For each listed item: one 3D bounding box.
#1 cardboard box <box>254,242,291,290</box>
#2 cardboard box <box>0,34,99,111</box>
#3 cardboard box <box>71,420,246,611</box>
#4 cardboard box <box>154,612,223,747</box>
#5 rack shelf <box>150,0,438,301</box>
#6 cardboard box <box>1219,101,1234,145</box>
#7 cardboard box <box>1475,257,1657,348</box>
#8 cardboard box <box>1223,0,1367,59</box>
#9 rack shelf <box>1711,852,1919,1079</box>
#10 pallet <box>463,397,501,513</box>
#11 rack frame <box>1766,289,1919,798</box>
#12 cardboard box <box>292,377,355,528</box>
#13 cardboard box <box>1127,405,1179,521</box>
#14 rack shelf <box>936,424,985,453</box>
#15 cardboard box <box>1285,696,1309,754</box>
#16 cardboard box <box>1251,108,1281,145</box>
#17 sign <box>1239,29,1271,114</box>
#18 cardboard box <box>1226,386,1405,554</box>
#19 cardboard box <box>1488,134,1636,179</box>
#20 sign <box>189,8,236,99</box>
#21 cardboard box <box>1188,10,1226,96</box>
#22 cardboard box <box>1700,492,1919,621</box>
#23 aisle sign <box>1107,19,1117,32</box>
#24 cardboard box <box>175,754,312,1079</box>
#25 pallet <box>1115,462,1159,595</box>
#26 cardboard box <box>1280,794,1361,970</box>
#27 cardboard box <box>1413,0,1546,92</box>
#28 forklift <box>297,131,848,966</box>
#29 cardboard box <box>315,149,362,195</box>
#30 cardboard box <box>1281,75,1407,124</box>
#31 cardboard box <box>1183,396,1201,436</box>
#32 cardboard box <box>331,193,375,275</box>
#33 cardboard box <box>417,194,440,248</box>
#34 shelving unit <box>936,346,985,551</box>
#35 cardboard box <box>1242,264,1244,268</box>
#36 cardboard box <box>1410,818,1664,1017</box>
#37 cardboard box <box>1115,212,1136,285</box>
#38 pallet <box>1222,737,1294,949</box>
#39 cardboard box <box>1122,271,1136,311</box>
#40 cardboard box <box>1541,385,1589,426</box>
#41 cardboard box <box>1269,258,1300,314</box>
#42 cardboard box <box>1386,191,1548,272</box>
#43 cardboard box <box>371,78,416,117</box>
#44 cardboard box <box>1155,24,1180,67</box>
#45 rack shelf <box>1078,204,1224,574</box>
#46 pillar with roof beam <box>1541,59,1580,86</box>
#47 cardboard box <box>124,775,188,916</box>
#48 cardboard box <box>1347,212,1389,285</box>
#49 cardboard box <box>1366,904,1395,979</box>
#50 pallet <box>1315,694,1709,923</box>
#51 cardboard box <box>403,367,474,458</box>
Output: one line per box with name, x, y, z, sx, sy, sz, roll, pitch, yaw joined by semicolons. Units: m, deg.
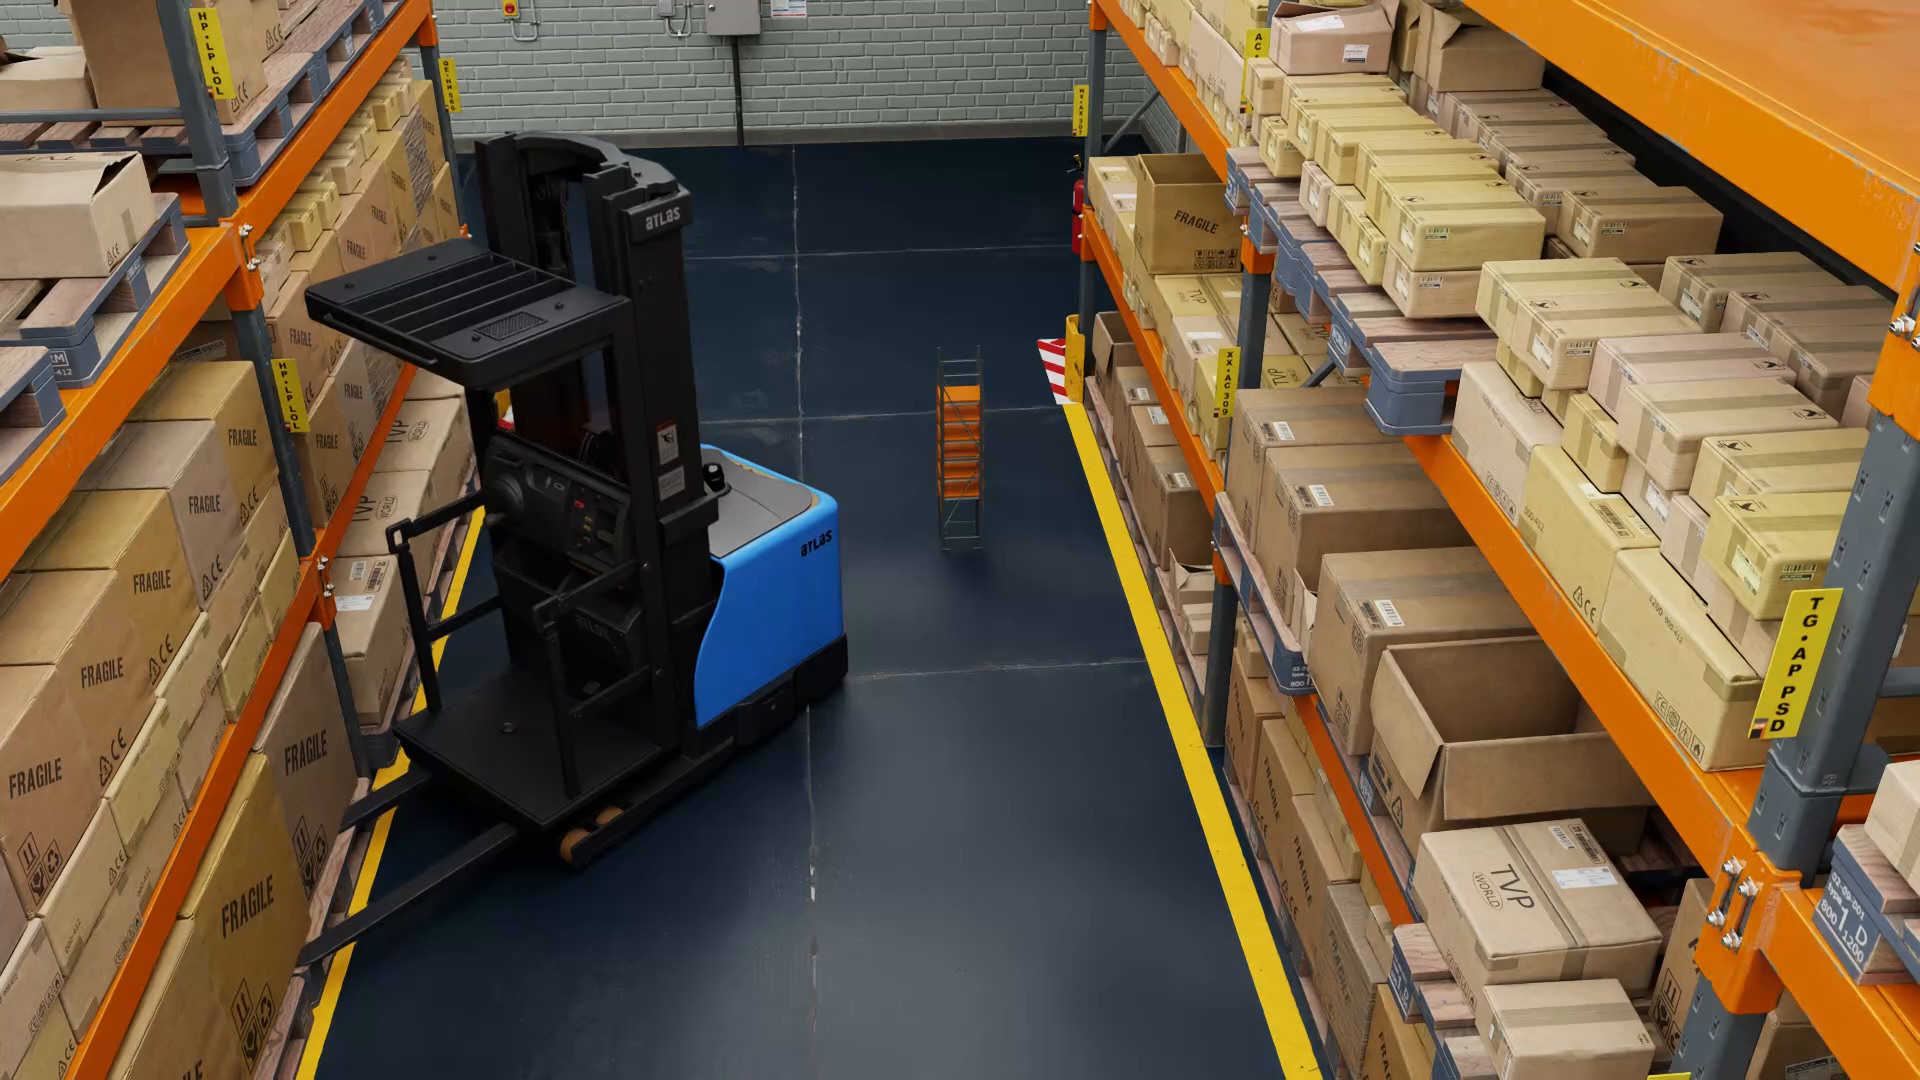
cardboard box;-3.070;-1.144;7.036;0.380;0.149;0.250;-2;31;-4
cardboard box;-3.638;-1.854;6.628;0.396;0.266;0.258;-2;31;-3
cardboard box;-2.912;-0.082;5.890;0.500;0.500;0.500;-2;31;-4
cardboard box;-2.868;0.492;5.660;0.500;0.250;0.500;-2;31;-3
rack shelf;-3.446;-2.090;8.101;1.077;0.370;4.000;-3;31;-5
cardboard box;1.335;-1.804;7.166;0.380;0.149;0.250;-3;31;-5
cardboard box;1.608;-0.634;4.428;0.380;0.149;0.250;-3;31;-4
cardboard box;1.396;-2.142;6.854;0.500;0.250;0.500;-3;31;-4
rack shelf;2.243;1.755;1.664;1.077;0.370;4.000;-3;31;-5
pallet;-3.480;-0.531;10.433;1.003;0.211;1.213;-3;31;-5
rack frame;2.056;-0.863;2.420;1.000;3.000;0.127;-3;31;-5
cardboard box;-3.042;-0.385;7.372;0.500;0.500;0.500;-2;31;-3
cardboard box;1.262;-0.449;9.605;0.500;0.500;0.500;-2;31;-4
rack shelf;0.001;-0.573;9.391;0.258;0.103;0.180;-3;31;-5
cardboard box;1.589;0.749;6.967;0.380;0.149;0.250;-4;31;-7
cardboard box;1.314;-1.561;6.252;0.380;0.149;0.250;-2;31;-4
sign;1.143;-1.810;6.425;0.100;0.325;0.005;-3;31;-5
cardboard box;1.505;-0.295;6.812;0.700;0.500;0.500;-2;31;-3
cardboard box;1.919;-1.187;5.335;0.380;0.149;0.250;-4;31;-6
sign;-2.720;-1.766;6.045;0.100;0.325;0.005;-3;31;-5
cardboard box;1.329;-2.180;7.406;0.500;0.250;0.500;-4;31;-6
cardboard box;1.729;0.029;3.319;0.380;0.149;0.250;-2;31;-3
aisle sign;1.010;-3.509;10.164;0.394;0.787;0.004;-3;31;-5
cardboard box;-3.030;1.415;6.118;0.875;0.875;0.875;-2;31;-3
pallet;1.502;-0.108;9.725;1.003;0.211;1.213;-3;31;-5
cardboard box;1.605;1.347;6.598;0.500;0.500;0.500;-4;31;-6
cardboard box;1.837;-1.752;5.877;0.396;0.266;0.258;-3;31;-5
forklift;-1.888;-0.108;7.072;1.130;2.935;3.031;23;38;33
cardboard box;-3.154;-1.793;8.121;0.380;0.149;0.250;-3;31;-4
cardboard box;1.369;-1.554;5.950;0.380;0.149;0.250;-2;31;-4
cardboard box;1.307;-0.636;8.135;0.380;0.149;0.250;-2;31;-3
cardboard box;-3.140;-1.337;7.991;0.500;0.500;0.500;-2;31;-4
cardboard box;-3.293;-1.685;9.548;0.500;0.500;0.500;-3;31;-6
shelving unit;0.001;-0.508;9.430;0.258;1.200;0.189;-3;31;-5
cardboard box;1.753;-1.430;9.075;0.500;0.250;0.500;-3;31;-5
cardboard box;1.635;1.073;4.765;0.500;0.250;0.500;-4;31;-7
cardboard box;1.181;-1.675;9.485;0.500;0.250;0.500;-3;31;-6
pallet;1.796;1.281;7.400;1.003;0.211;1.213;-3;31;-5
cardboard box;1.137;-1.423;9.452;0.380;0.149;0.250;-4;31;-6
cardboard box;1.739;-0.375;4.285;0.380;0.149;0.250;-2;31;-4
cardboard box;1.808;-1.488;8.441;0.500;0.500;0.500;-4;31;-6
cardboard box;1.476;-0.904;4.861;0.380;0.149;0.250;-3;31;-4
cardboard box;-3.245;-2.453;9.227;0.380;0.149;0.250;-3;31;-5
cardboard box;1.181;-2.464;8.270;0.380;0.149;0.250;-2;31;-4
rack shelf;1.495;-1.042;9.271;1.077;0.370;4.000;-3;31;-5
pillar with roof beam;-1.771;-3.098;6.161;9.100;9.000;0.400;-3;31;-5
cardboard box;-2.839;0.973;5.342;0.500;0.250;0.500;-3;31;-5
cardboard box;1.427;-0.910;5.161;0.380;0.149;0.250;-2;31;-3
cardboard box;1.662;1.408;5.863;0.380;0.149;0.250;-4;31;-7
pallet;1.870;0.802;5.669;1.003;0.211;1.213;-3;31;-5
cardboard box;-3.472;-0.881;10.388;0.875;0.438;0.875;-4;31;-6
